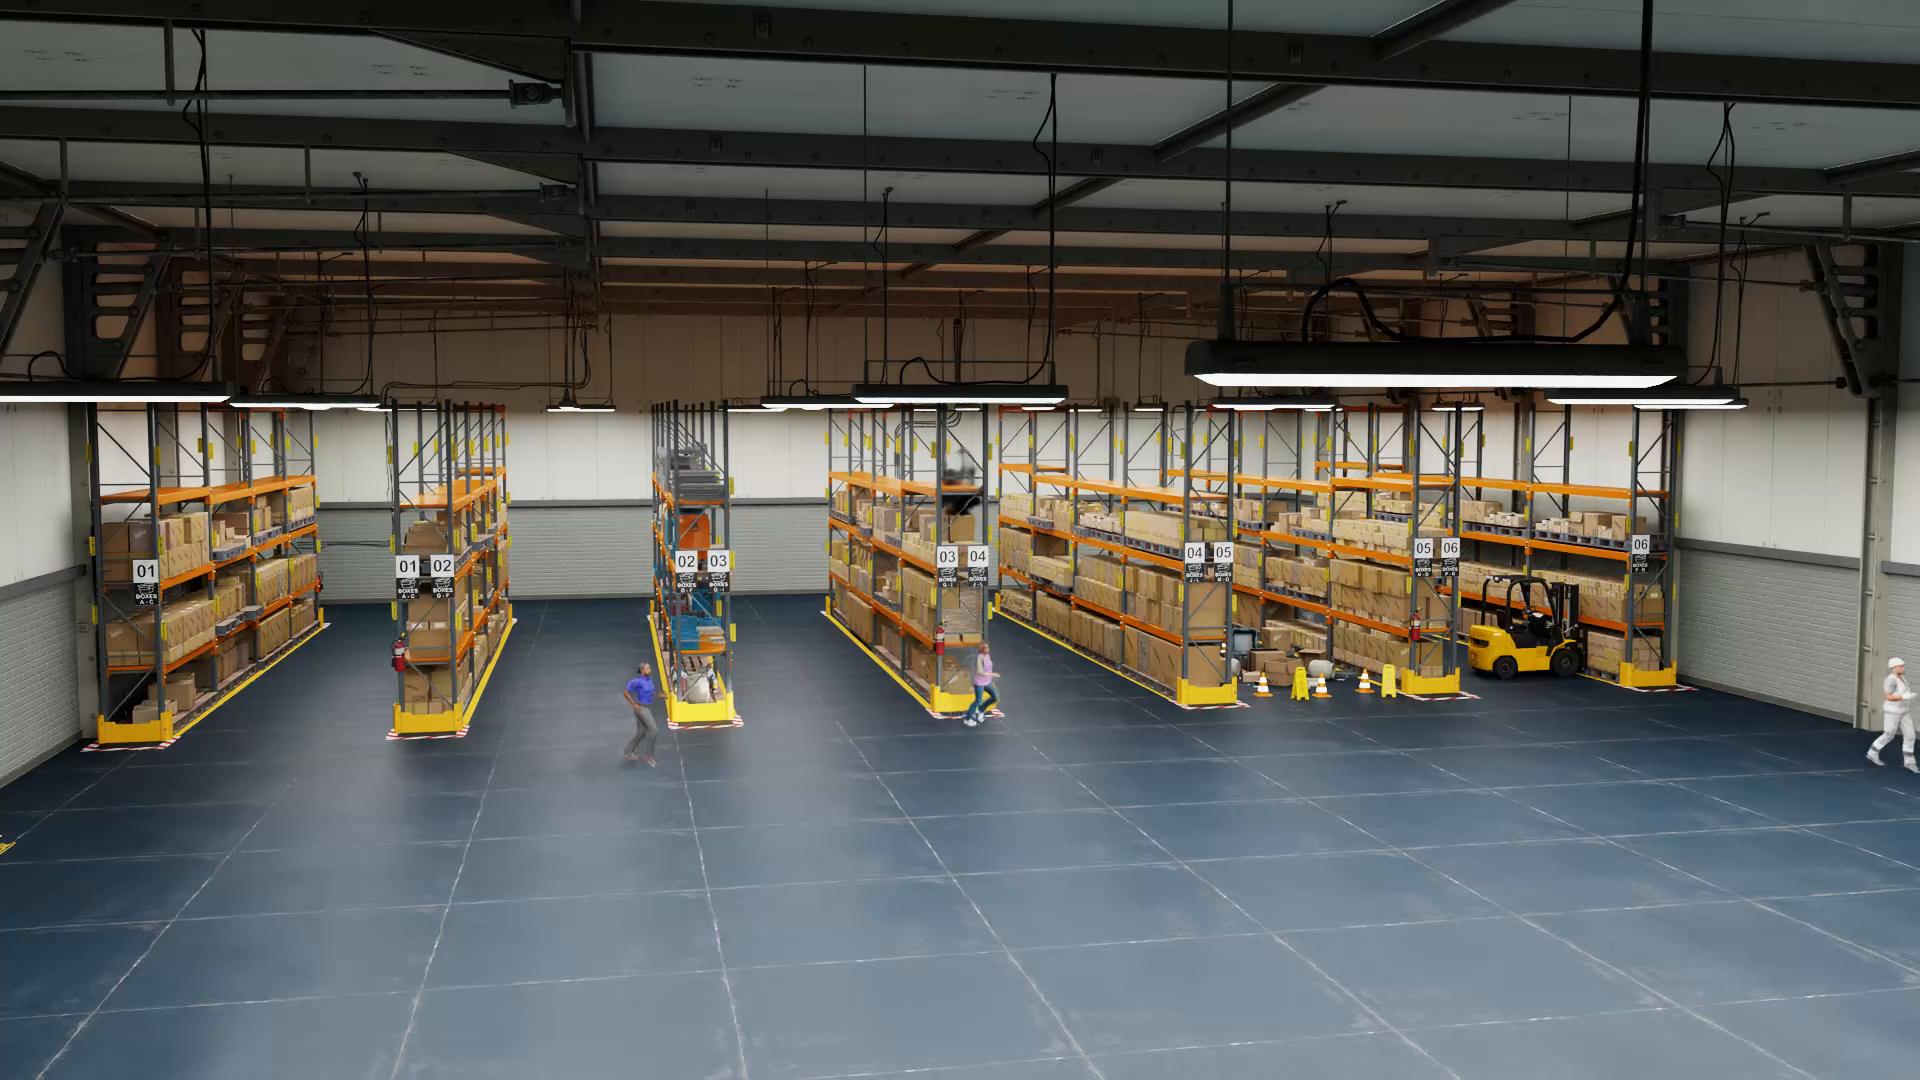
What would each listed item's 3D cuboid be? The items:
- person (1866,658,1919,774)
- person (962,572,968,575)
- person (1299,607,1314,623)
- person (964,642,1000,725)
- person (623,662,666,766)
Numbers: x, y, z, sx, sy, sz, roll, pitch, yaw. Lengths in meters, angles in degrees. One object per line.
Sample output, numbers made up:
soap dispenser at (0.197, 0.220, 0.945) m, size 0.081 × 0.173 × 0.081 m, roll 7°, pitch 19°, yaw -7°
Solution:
person at (15.012, 2.795, 26.670) m, size 0.636 × 1.821 × 0.843 m, roll -3°, pitch 5°, yaw -32°
person at (0.116, 1.415, 47.118) m, size 0.608 × 1.596 × 0.675 m, roll -1°, pitch 4°, yaw -14°
person at (9.249, 1.588, 44.406) m, size 0.560 × 1.555 × 0.745 m, roll 0°, pitch 4°, yaw -5°
person at (0.441, 2.632, 30.493) m, size 0.745 × 1.552 × 0.563 m, roll 3°, pitch 5°, yaw 31°
person at (-5.190, 2.855, 27.261) m, size 0.755 × 1.716 × 0.555 m, roll 1°, pitch 4°, yaw 10°
